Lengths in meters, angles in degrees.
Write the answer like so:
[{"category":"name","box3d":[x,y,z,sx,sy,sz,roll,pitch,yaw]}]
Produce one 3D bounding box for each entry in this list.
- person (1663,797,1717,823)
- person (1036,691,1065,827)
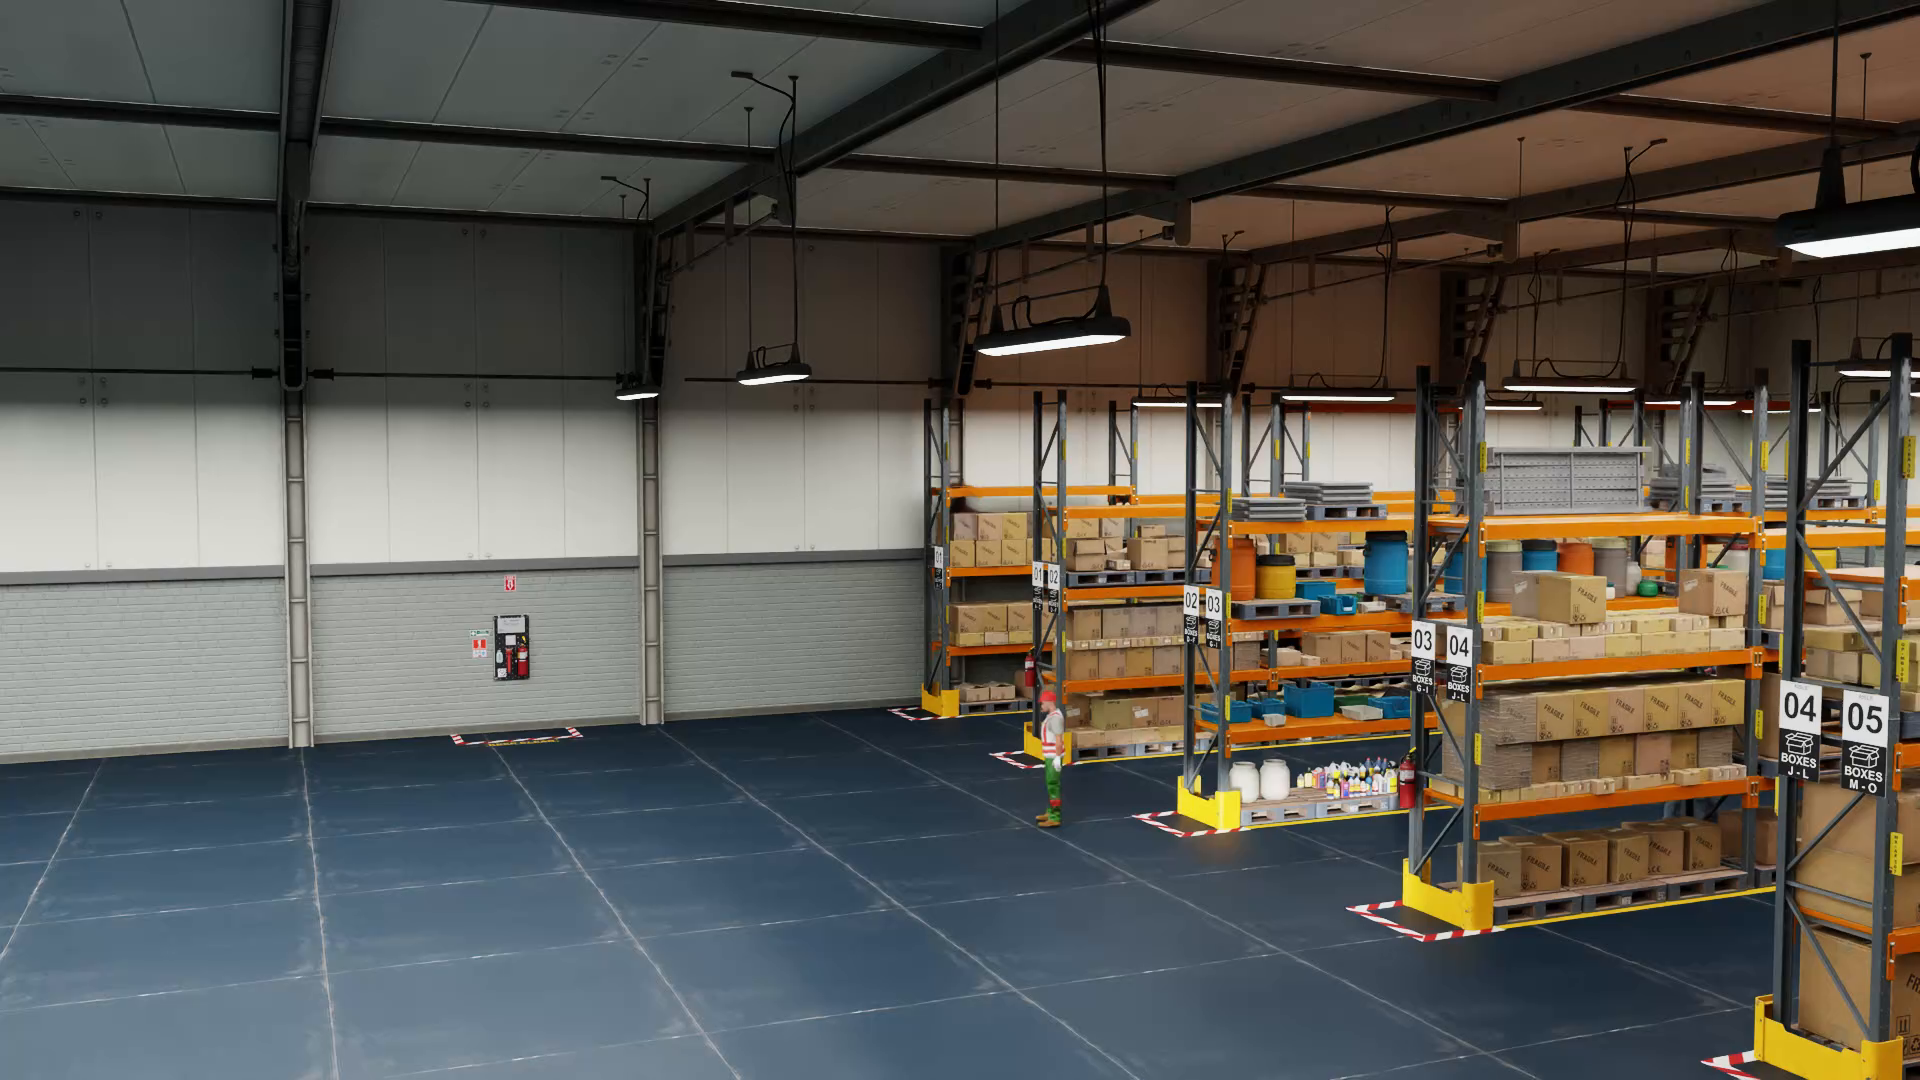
[{"category":"person","box3d":[9.606,3.025,21.828,1.003,1.744,0.512,-1,4,-23]},{"category":"person","box3d":[1.227,2.938,22.521,0.393,1.784,0.619,0,3,1]}]
